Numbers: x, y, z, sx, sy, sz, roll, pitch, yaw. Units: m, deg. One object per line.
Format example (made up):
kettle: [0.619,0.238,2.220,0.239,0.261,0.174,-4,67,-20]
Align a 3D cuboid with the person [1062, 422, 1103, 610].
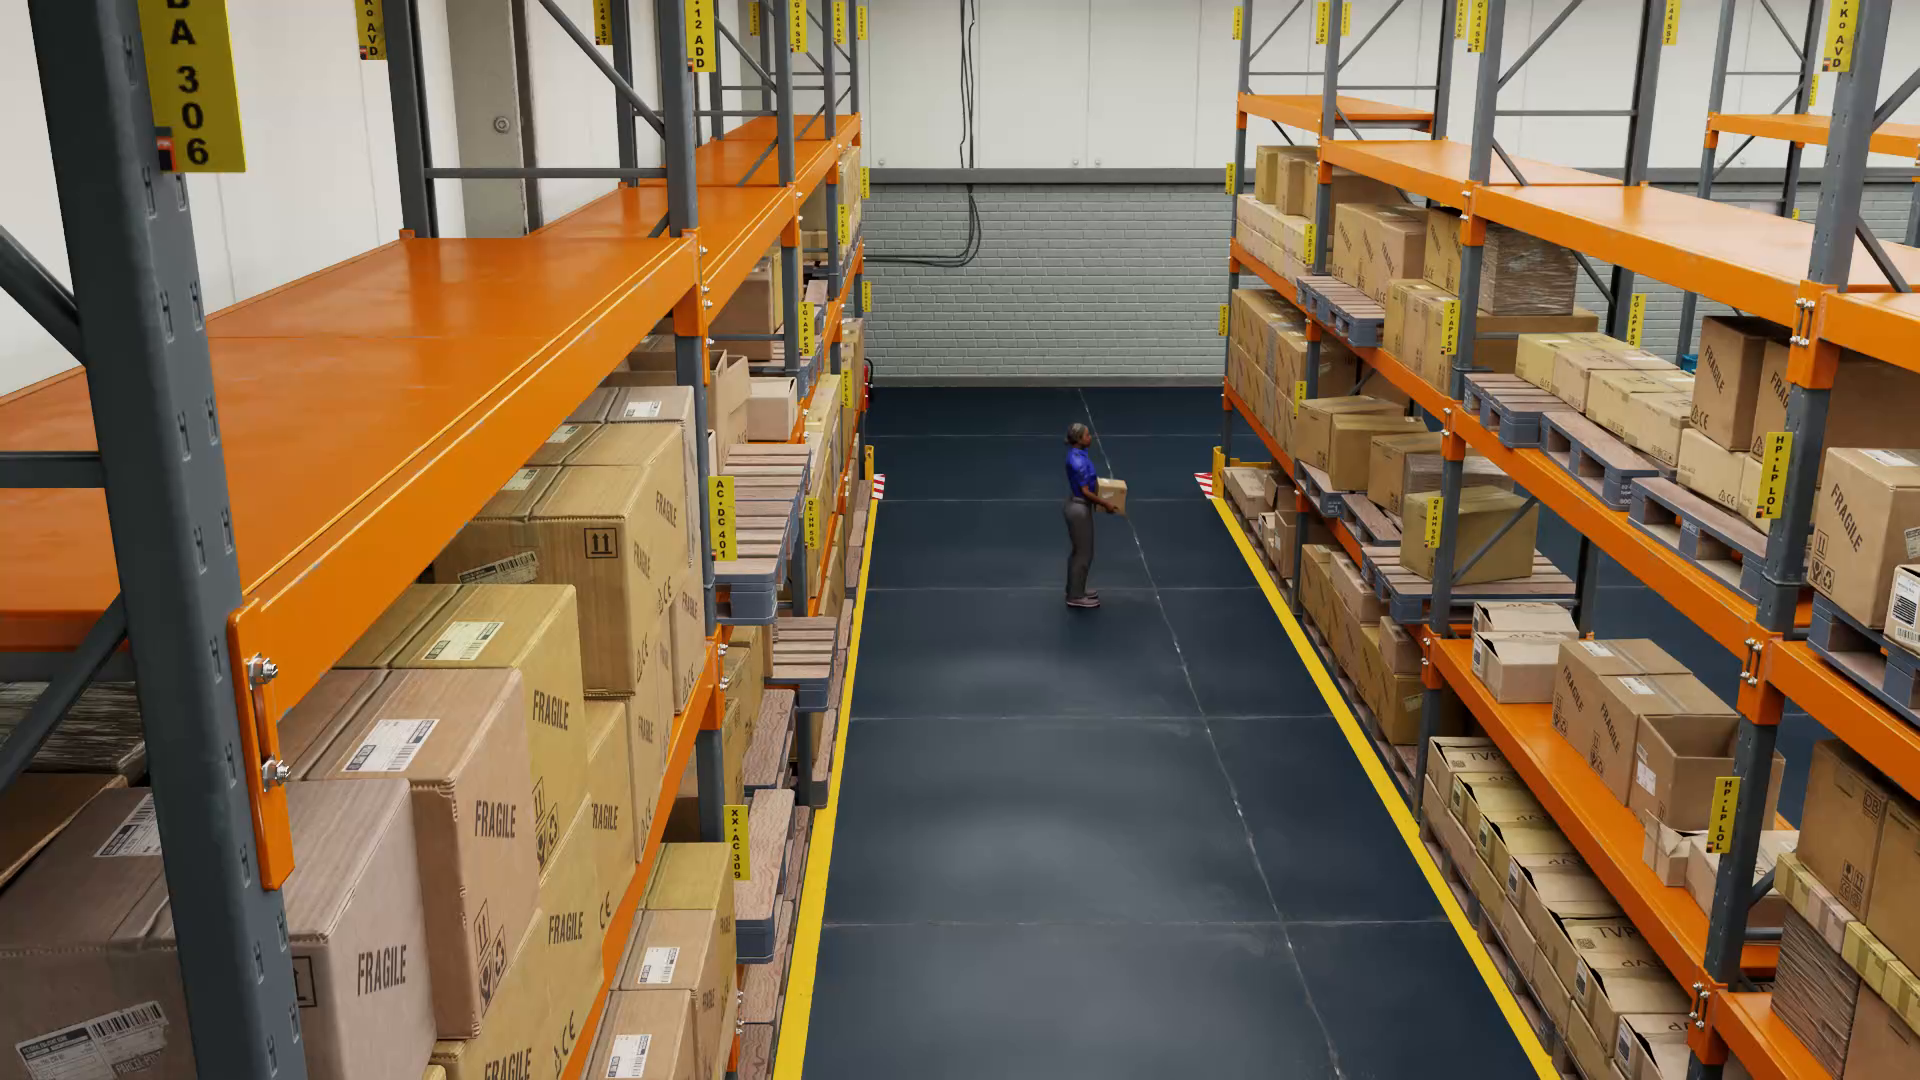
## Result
person: [1.090,-0.237,14.844,0.348,1.653,0.522,-1,17,-4]
